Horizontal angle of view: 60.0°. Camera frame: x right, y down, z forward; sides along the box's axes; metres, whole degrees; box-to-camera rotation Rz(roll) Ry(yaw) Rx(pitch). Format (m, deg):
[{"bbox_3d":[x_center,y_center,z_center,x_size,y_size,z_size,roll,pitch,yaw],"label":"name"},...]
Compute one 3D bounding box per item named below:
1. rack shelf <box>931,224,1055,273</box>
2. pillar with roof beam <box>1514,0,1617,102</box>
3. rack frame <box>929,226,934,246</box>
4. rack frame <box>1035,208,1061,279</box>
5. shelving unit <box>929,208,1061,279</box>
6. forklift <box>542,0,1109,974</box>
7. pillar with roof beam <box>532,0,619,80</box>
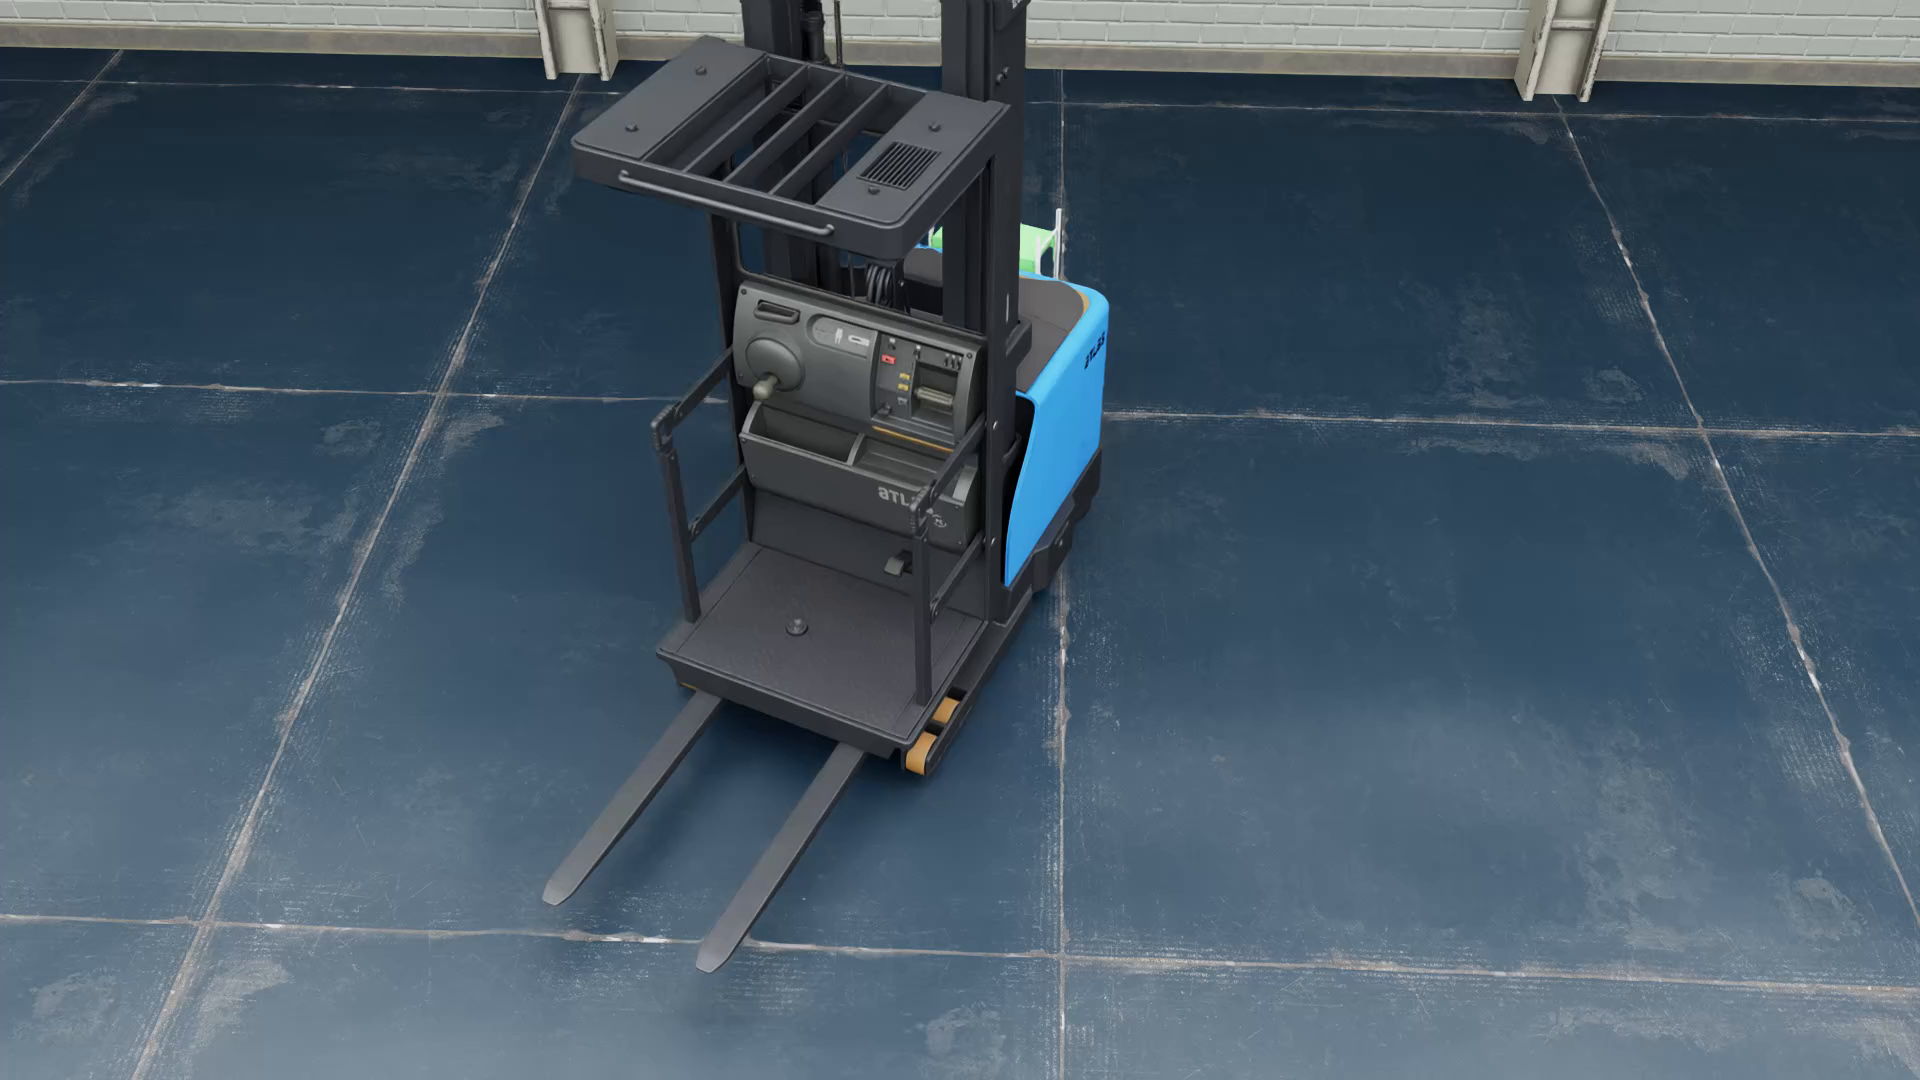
[{"bbox_3d":[0.147,-1.252,7.104,0.480,0.148,0.258,18,46,18],"label":"rack shelf"},{"bbox_3d":[3.439,-3.137,4.016,0.400,9.000,9.100,2,43,2],"label":"pillar with roof beam"},{"bbox_3d":[-0.074,-1.018,7.462,0.015,1.200,0.240,18,46,18],"label":"rack frame"},{"bbox_3d":[0.369,-0.878,7.312,0.015,1.200,0.240,18,46,18],"label":"rack frame"},{"bbox_3d":[0.147,-0.948,7.387,0.503,1.200,0.258,18,46,18],"label":"shelving unit"},{"bbox_3d":[-0.466,-0.528,5.667,1.130,2.935,3.031,18,46,18],"label":"forklift"},{"bbox_3d":[-2.555,-3.322,4.214,0.400,9.000,9.100,2,43,2],"label":"pillar with roof beam"}]
